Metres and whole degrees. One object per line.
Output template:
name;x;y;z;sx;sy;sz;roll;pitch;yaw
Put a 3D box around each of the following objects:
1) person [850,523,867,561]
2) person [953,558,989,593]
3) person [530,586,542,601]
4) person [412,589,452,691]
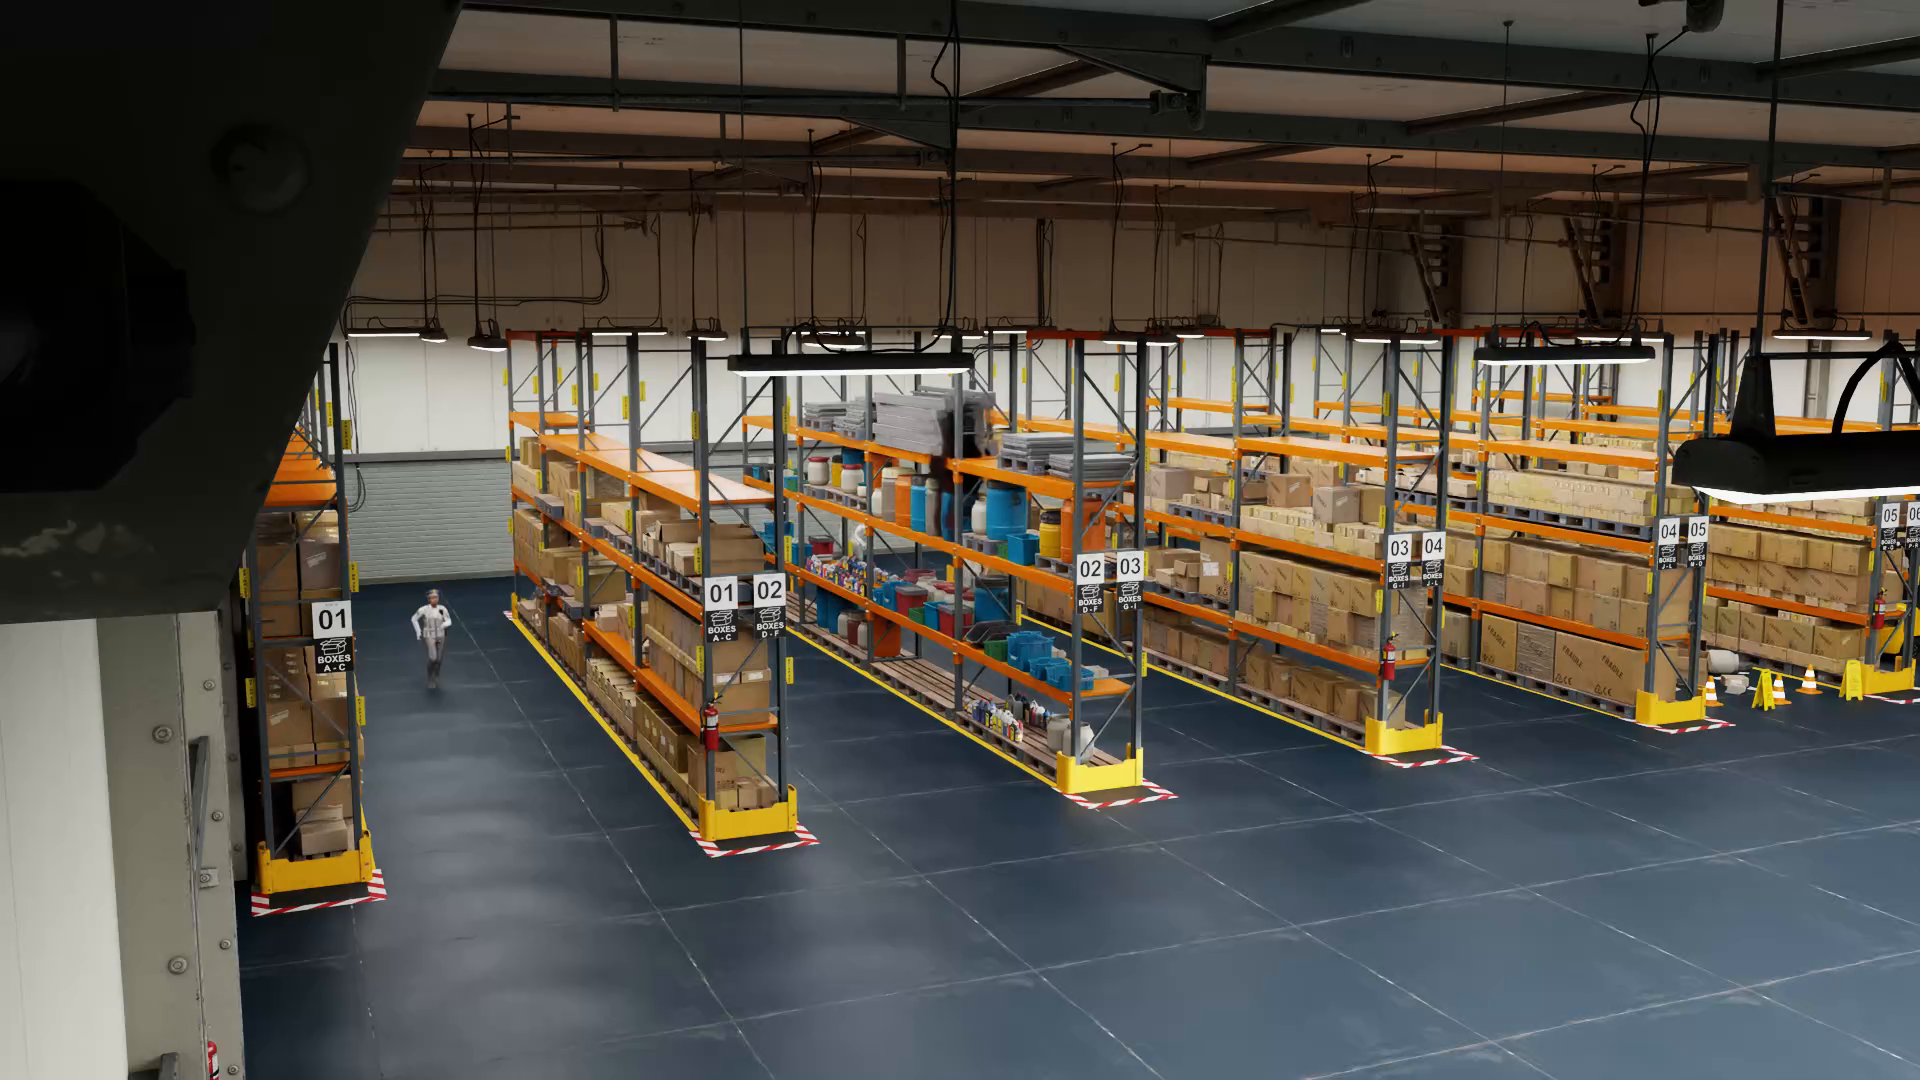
person;-2.474;0.123;40.322;0.866;1.495;0.628;3;8;23
person;0.265;0.774;34.640;0.657;1.704;0.798;-2;8;-14
person;-9.007;0.672;35.998;0.614;1.577;0.598;-3;8;-20
person;-8.895;1.680;28.122;0.591;1.718;0.695;-5;9;-33
